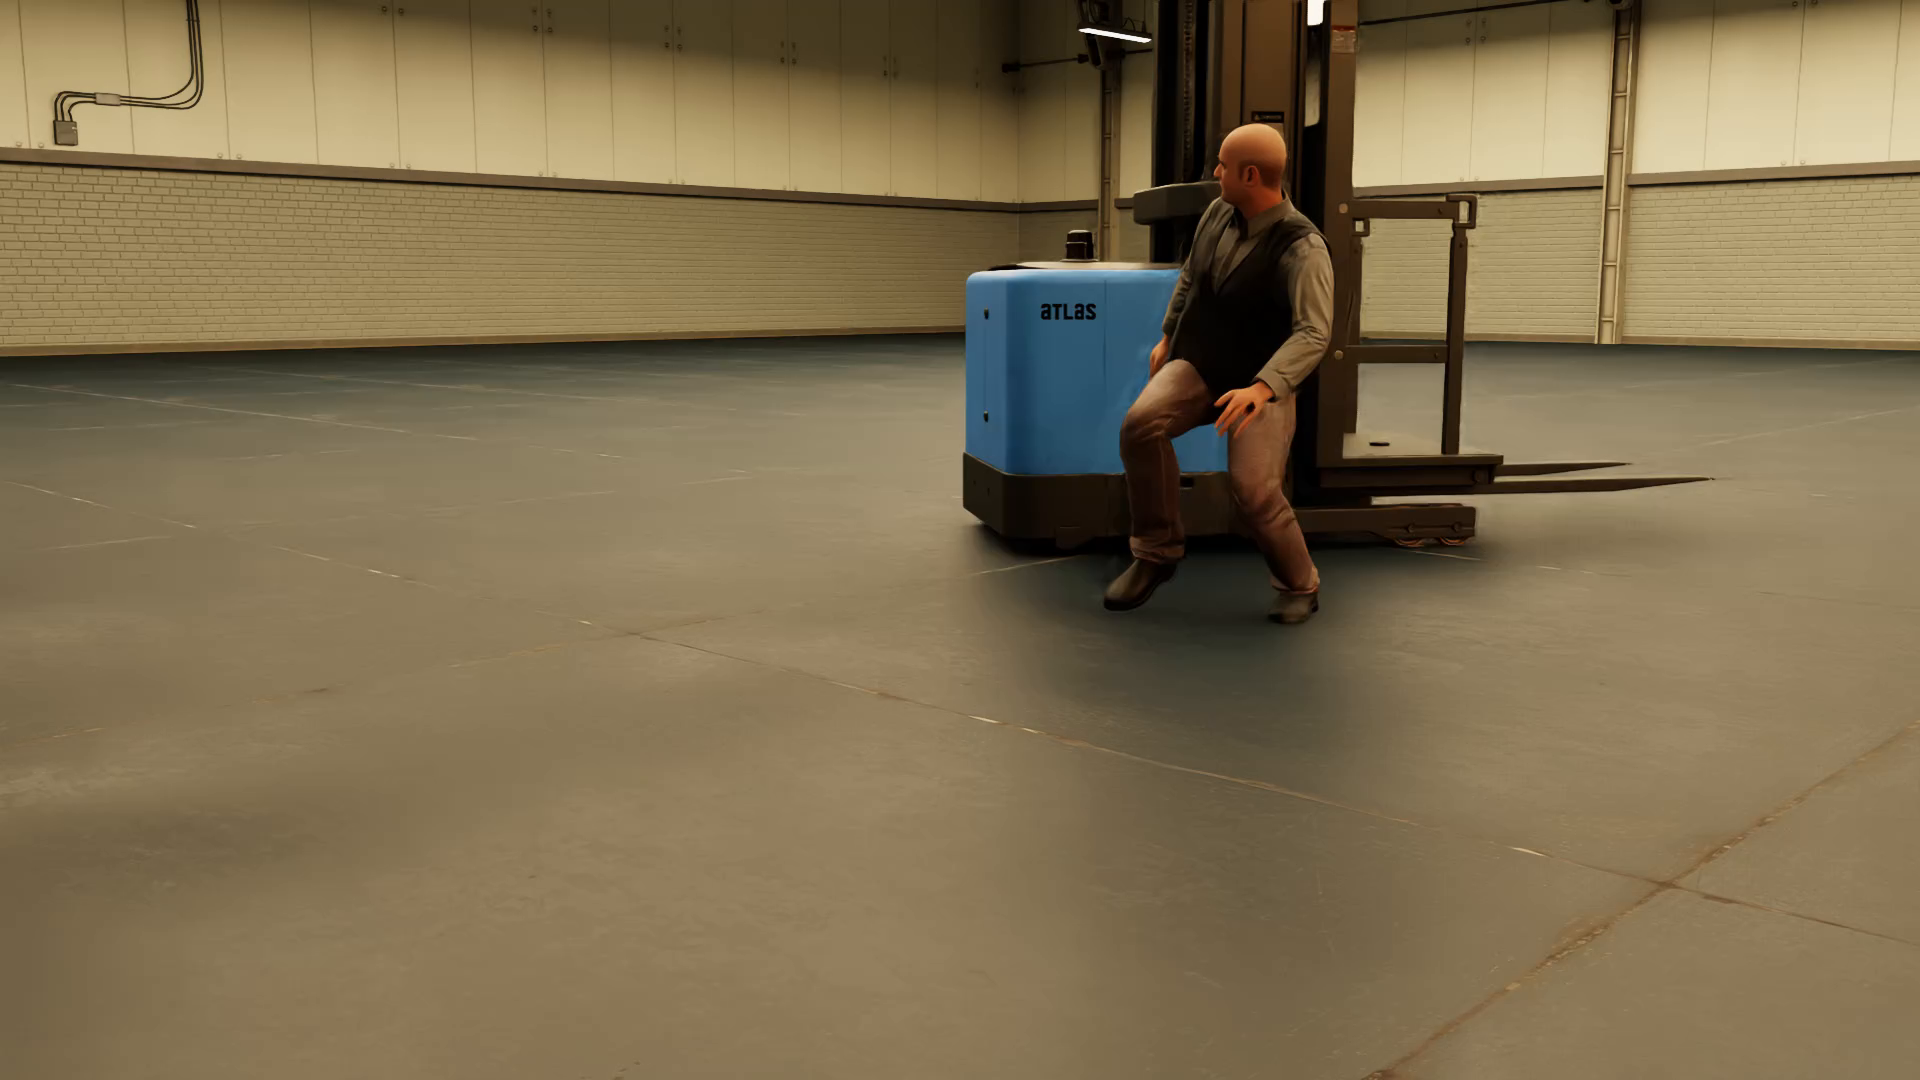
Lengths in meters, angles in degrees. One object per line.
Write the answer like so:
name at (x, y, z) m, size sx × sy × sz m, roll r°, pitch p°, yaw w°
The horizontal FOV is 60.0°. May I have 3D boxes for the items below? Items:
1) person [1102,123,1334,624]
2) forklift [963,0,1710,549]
person at (0.790, -0.496, 5.105) m, size 0.759 × 1.507 × 0.704 m, roll 6°, pitch 10°, yaw 35°
forklift at (1.579, -1.496, 6.806) m, size 3.031 × 2.935 × 1.130 m, roll -2°, pitch 9°, yaw -10°
